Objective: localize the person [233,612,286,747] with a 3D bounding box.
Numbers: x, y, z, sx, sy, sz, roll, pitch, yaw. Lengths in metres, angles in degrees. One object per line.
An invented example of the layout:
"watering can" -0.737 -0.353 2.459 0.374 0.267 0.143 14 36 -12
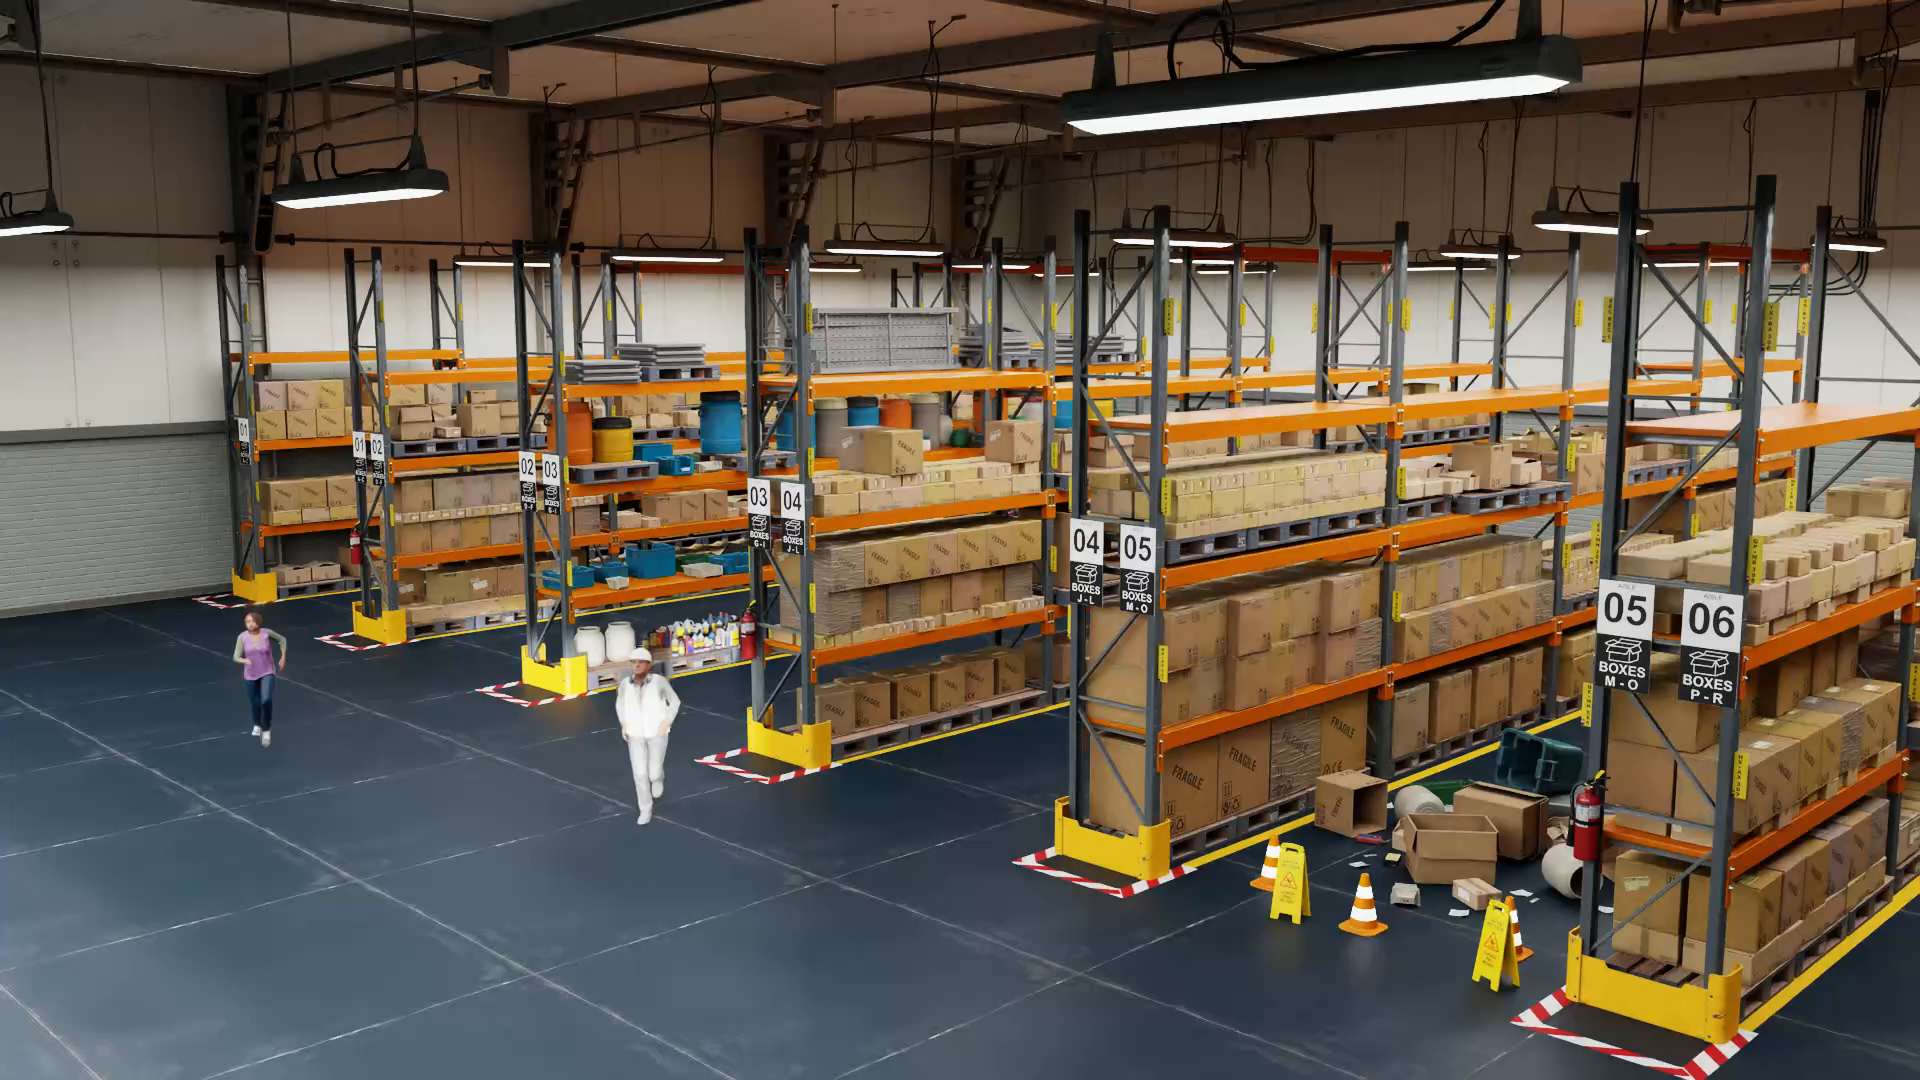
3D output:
"person" -8.211 1.616 19.534 0.546 1.596 0.815 -2 8 -14

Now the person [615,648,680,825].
"person" -3.152 1.939 16.812 0.664 1.766 0.671 0 8 1
